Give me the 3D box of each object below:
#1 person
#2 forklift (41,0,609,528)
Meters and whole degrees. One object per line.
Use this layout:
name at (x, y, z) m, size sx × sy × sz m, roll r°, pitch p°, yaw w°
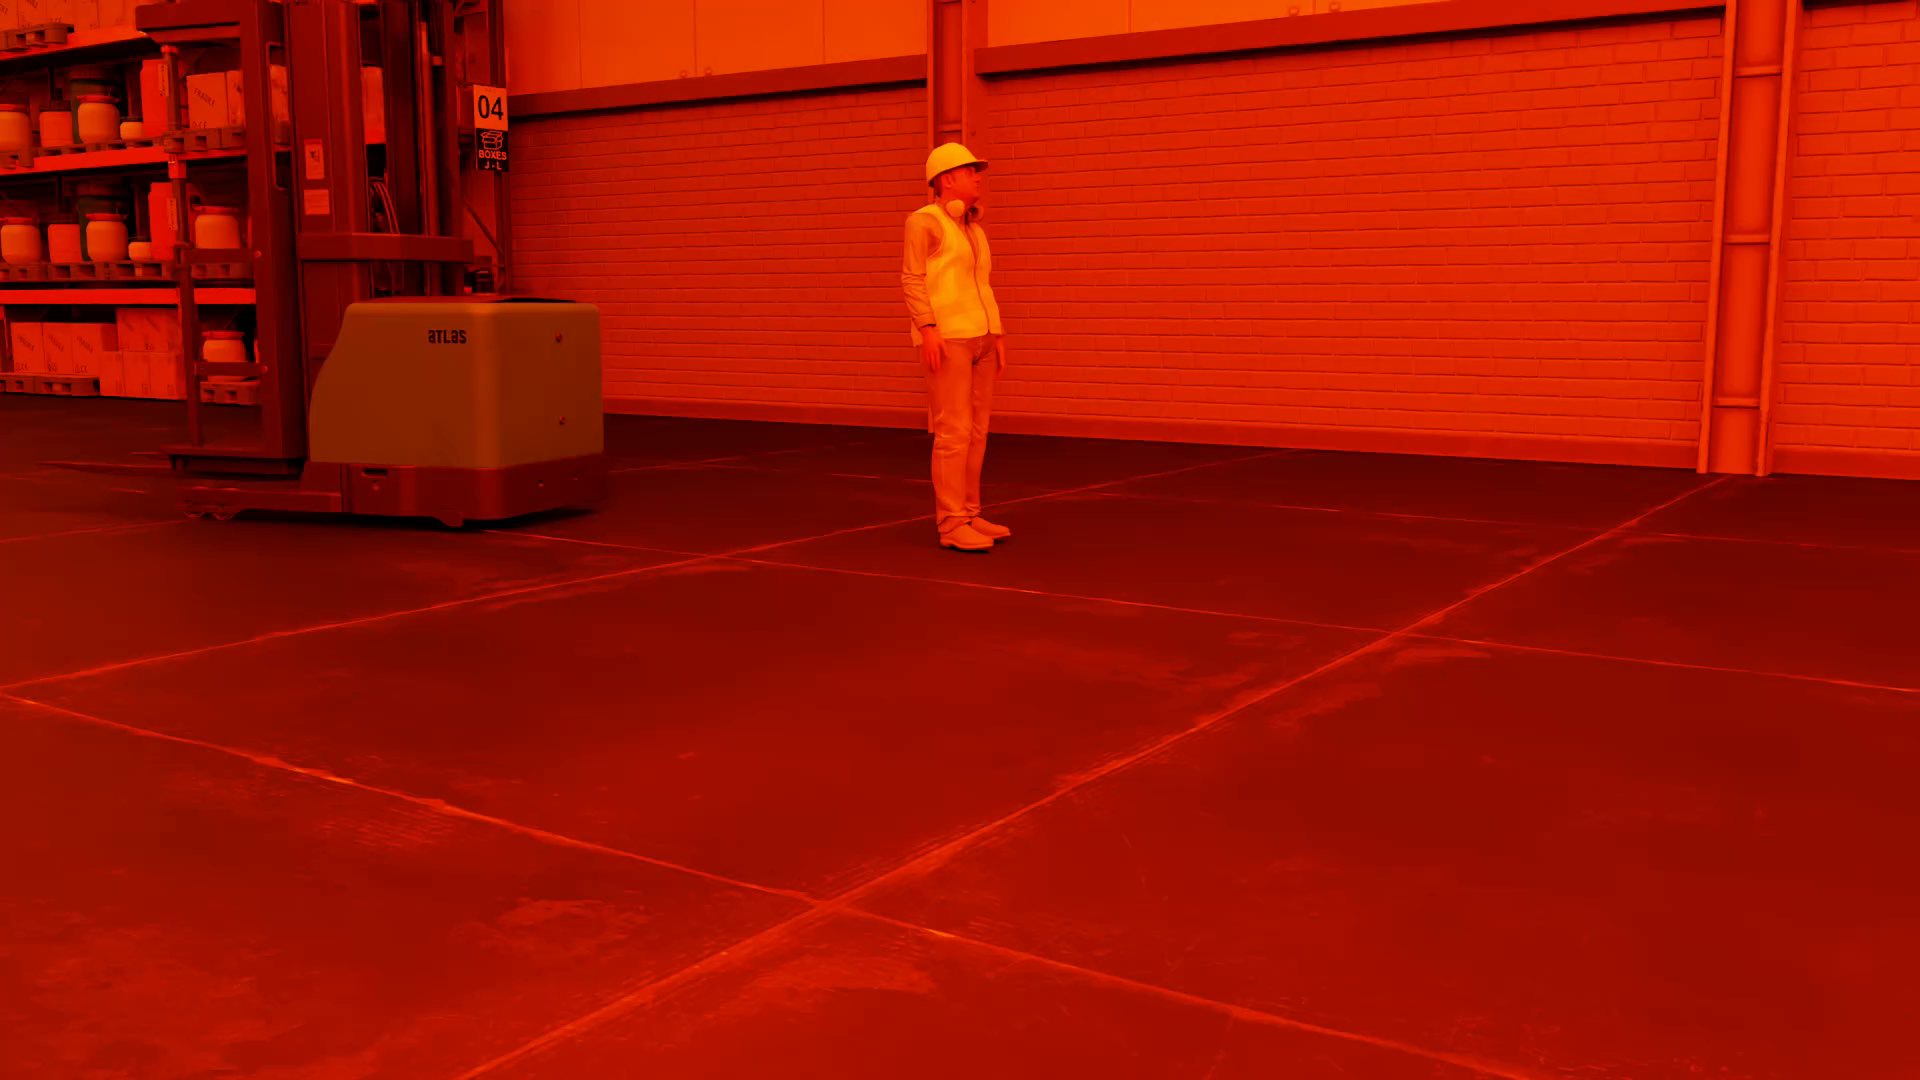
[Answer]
person at (0.047, -0.880, 7.437) m, size 0.568 × 1.773 × 0.632 m, roll 5°, pitch 10°, yaw 34°
forklift at (-3.397, -1.613, 8.533) m, size 3.031 × 2.935 × 1.130 m, roll 3°, pitch 9°, yaw 20°
